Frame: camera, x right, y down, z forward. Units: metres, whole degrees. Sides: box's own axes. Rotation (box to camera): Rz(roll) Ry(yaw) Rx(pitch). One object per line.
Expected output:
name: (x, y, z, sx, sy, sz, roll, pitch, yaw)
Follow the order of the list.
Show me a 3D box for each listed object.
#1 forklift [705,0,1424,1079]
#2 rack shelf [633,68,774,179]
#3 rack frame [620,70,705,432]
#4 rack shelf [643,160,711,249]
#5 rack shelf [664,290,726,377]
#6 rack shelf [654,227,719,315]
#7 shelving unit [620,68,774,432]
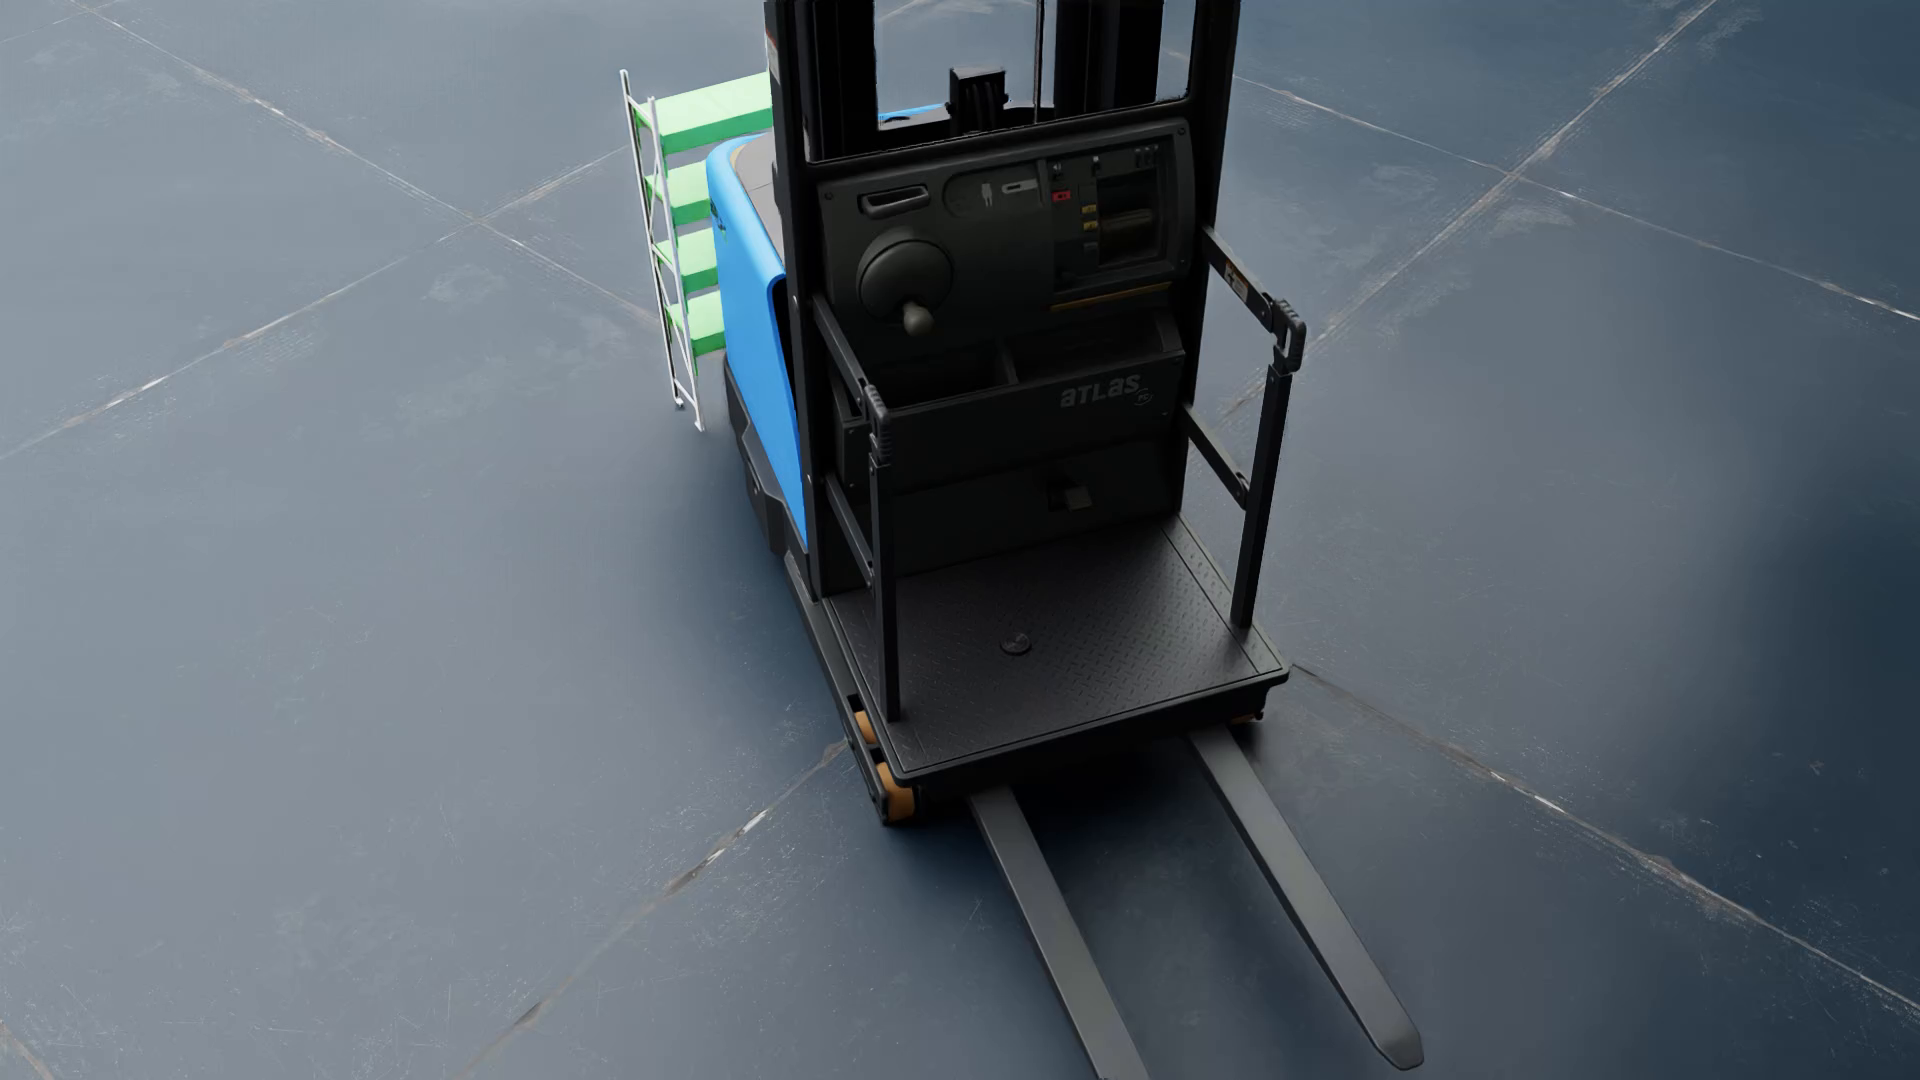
forklift: (0.199, -0.654, 3.791, 1.130, 2.935, 3.031, -14, 44, -14)
rack shelf: (-0.746, -1.297, 5.157, 0.480, 0.148, 0.258, -21, 44, -22)
rack frame: (-0.946, -0.895, 5.332, 0.015, 1.200, 0.240, -21, 44, -22)
rack shelf: (-0.740, -1.113, 5.311, 0.480, 0.148, 0.258, -21, 44, -22)
rack shelf: (-0.728, -0.744, 5.618, 0.480, 0.148, 0.258, -21, 44, -22)
rack shelf: (-0.734, -0.928, 5.464, 0.480, 0.148, 0.258, -21, 44, -22)
shelving unit: (-0.735, -0.977, 5.423, 0.503, 1.200, 0.258, -21, 44, -22)
